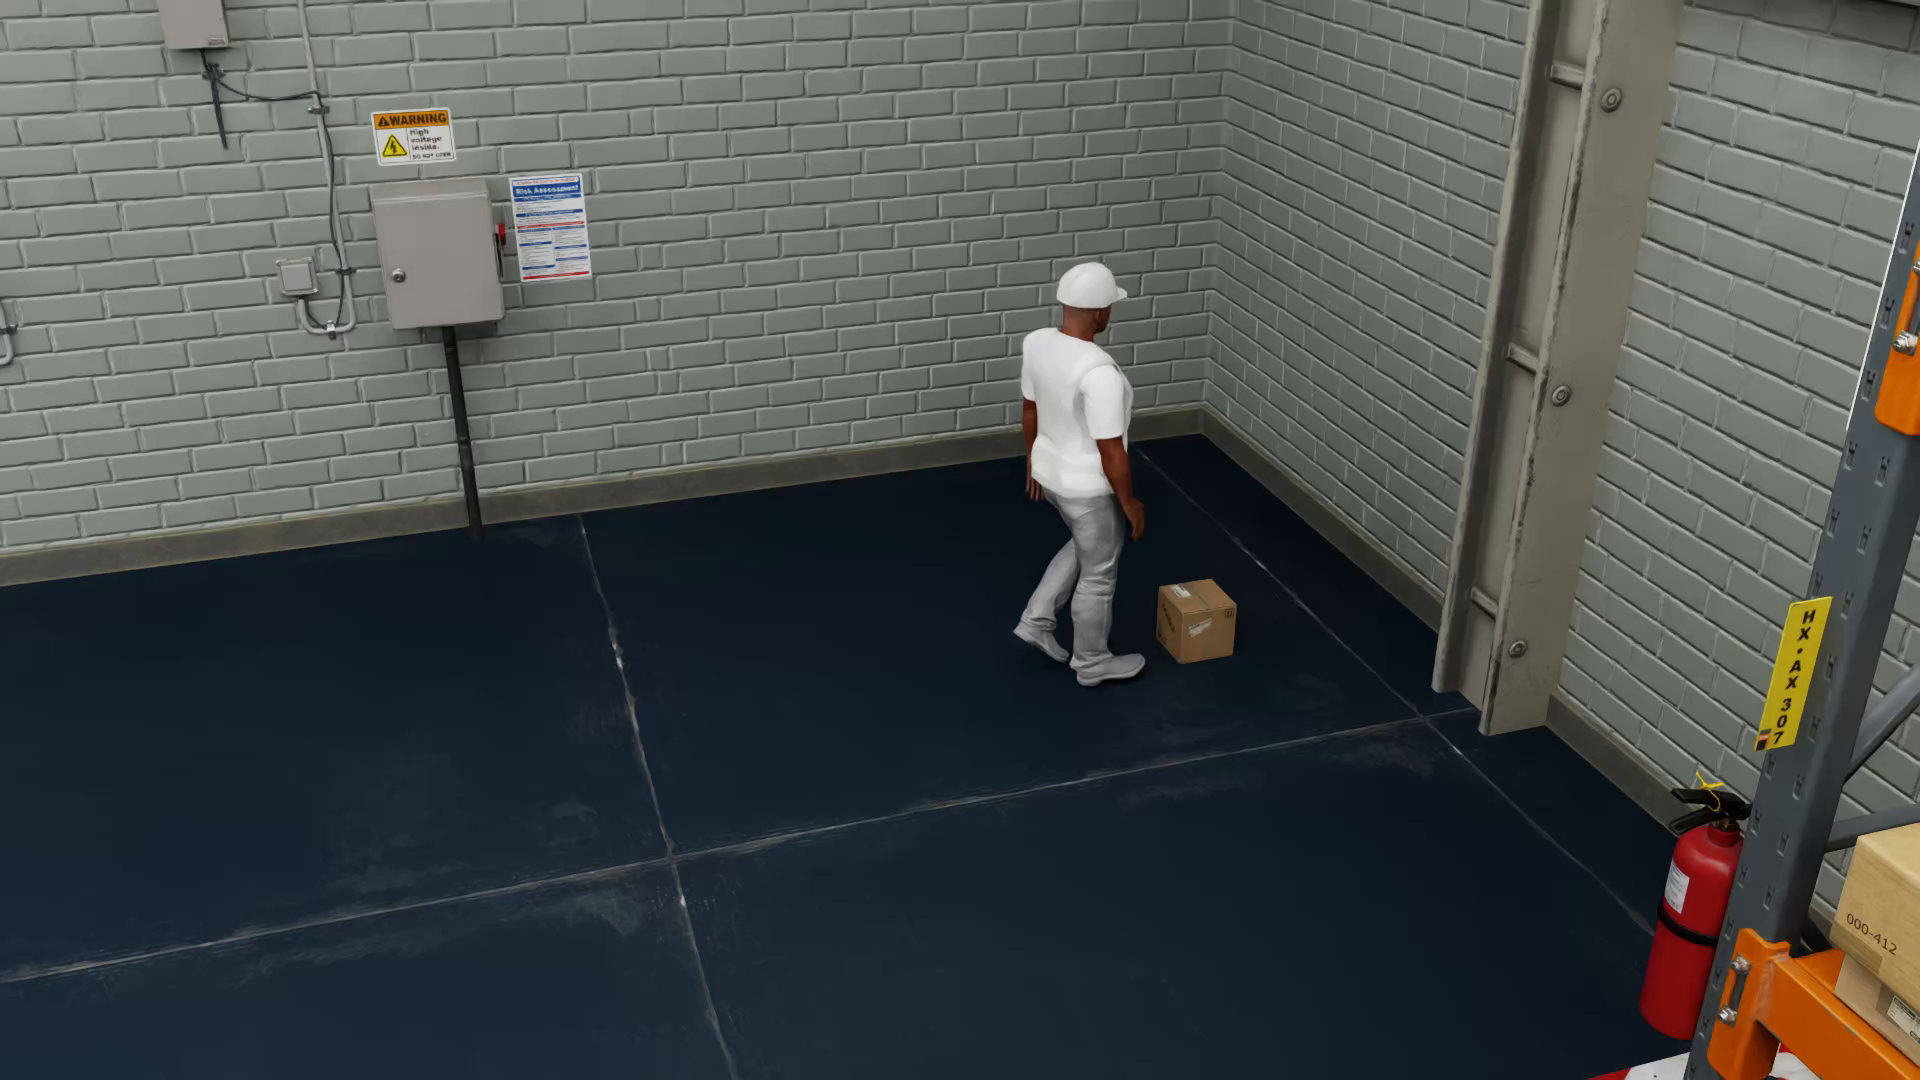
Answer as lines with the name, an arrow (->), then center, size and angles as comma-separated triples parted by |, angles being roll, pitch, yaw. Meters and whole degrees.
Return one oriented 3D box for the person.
person -> 0.501, -0.240, 6.541 | 0.504, 1.767, 0.594 | -13, 29, -24
